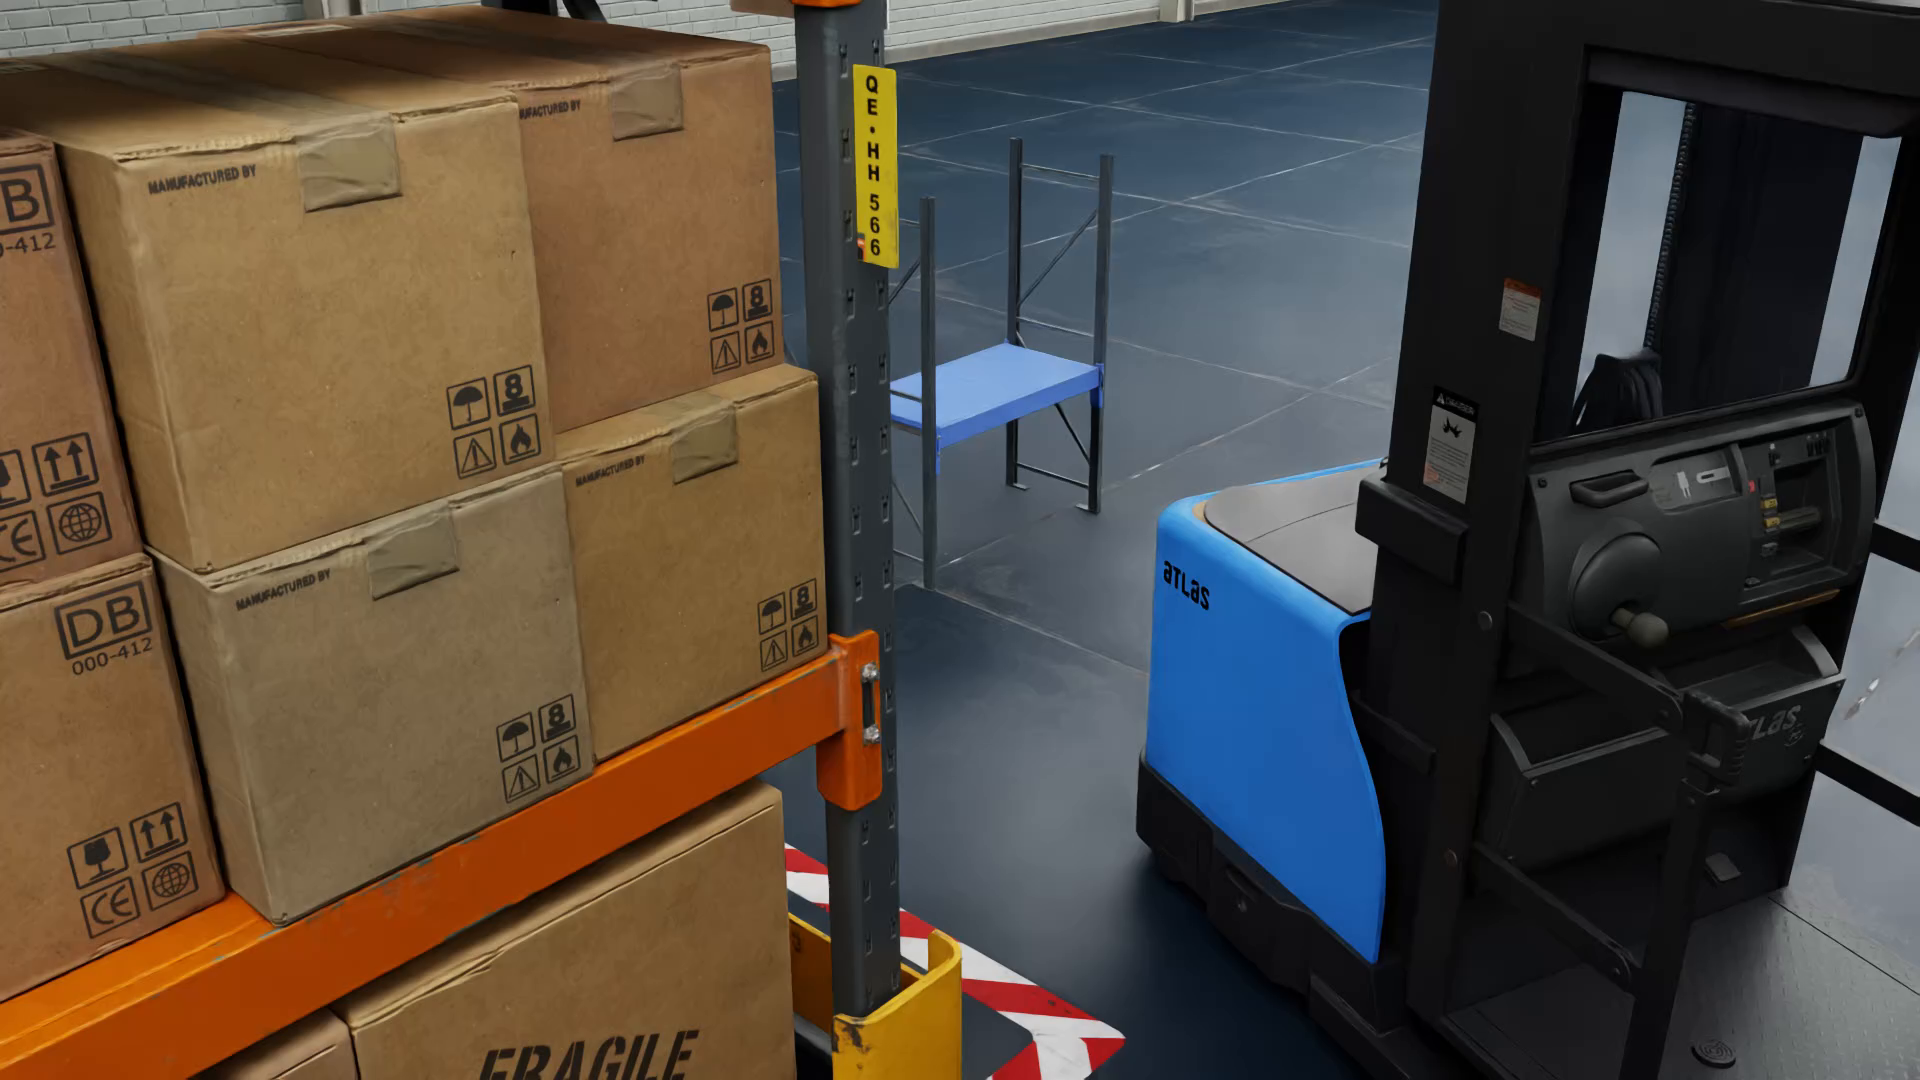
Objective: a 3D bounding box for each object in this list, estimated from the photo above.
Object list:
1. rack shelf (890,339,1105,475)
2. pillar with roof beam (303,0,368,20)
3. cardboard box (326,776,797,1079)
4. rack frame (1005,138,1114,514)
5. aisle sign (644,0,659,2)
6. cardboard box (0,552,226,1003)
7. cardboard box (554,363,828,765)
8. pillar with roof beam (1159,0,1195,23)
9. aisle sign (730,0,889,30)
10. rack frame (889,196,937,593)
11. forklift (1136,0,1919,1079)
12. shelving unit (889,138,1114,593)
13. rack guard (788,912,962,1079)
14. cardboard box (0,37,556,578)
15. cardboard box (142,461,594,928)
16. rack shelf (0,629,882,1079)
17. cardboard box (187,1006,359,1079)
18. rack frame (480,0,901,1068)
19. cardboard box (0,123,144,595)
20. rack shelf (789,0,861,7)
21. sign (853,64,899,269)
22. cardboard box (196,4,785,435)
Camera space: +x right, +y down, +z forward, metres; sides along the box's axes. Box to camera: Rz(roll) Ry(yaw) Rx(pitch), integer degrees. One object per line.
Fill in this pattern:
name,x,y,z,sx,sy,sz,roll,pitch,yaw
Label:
rack shelf,0.057,-0.546,6.575,0.538,0.185,1.000,20,31,38
pillar with roof beam,-1.914,-6.231,9.648,9.100,9.000,0.400,20,31,38
cardboard box,-0.939,0.871,3.226,0.875,0.875,0.875,20,31,38
rack frame,0.396,-0.865,6.847,0.500,1.500,0.032,20,31,38
aisle sign,-0.712,-1.422,3.077,0.394,0.787,0.004,20,31,38
cardboard box,-1.568,0.235,2.376,0.875,0.550,0.550,20,31,38
cardboard box,-0.750,-0.075,3.068,0.875,0.550,0.550,20,31,38
pillar with roof beam,6.095,-9.887,17.802,9.100,9.000,0.400,20,31,38
aisle sign,-0.265,-1.258,2.712,0.394,0.787,0.004,20,31,38
rack frame,-0.282,-0.555,6.156,0.500,1.500,0.032,20,31,38
forklift,1.604,-0.005,3.178,1.130,2.935,3.031,-11,27,-24
shelving unit,0.057,-0.710,6.501,0.538,1.500,1.048,20,31,38
rack guard,-0.520,1.001,3.906,1.175,0.500,0.348,20,31,38
cardboard box,-1.111,-0.398,2.468,0.875,0.550,0.550,20,31,38
cardboard box,-1.100,0.099,2.680,0.875,0.550,0.550,20,31,38
rack shelf,-1.871,0.806,2.166,1.077,0.370,4.000,20,31,38
cardboard box,-1.525,1.139,2.626,0.875,0.875,0.875,20,31,37
rack frame,-0.536,-0.132,3.378,1.000,3.000,0.127,20,31,38
cardboard box,-1.586,-0.264,2.170,0.875,0.550,0.550,20,31,38
rack shelf,-1.871,-0.563,1.552,1.077,0.370,4.000,20,31,38
sign,-0.141,-0.616,2.753,0.100,0.325,0.005,20,31,38
cardboard box,-0.812,-0.591,2.898,0.875,0.550,0.550,20,31,38
